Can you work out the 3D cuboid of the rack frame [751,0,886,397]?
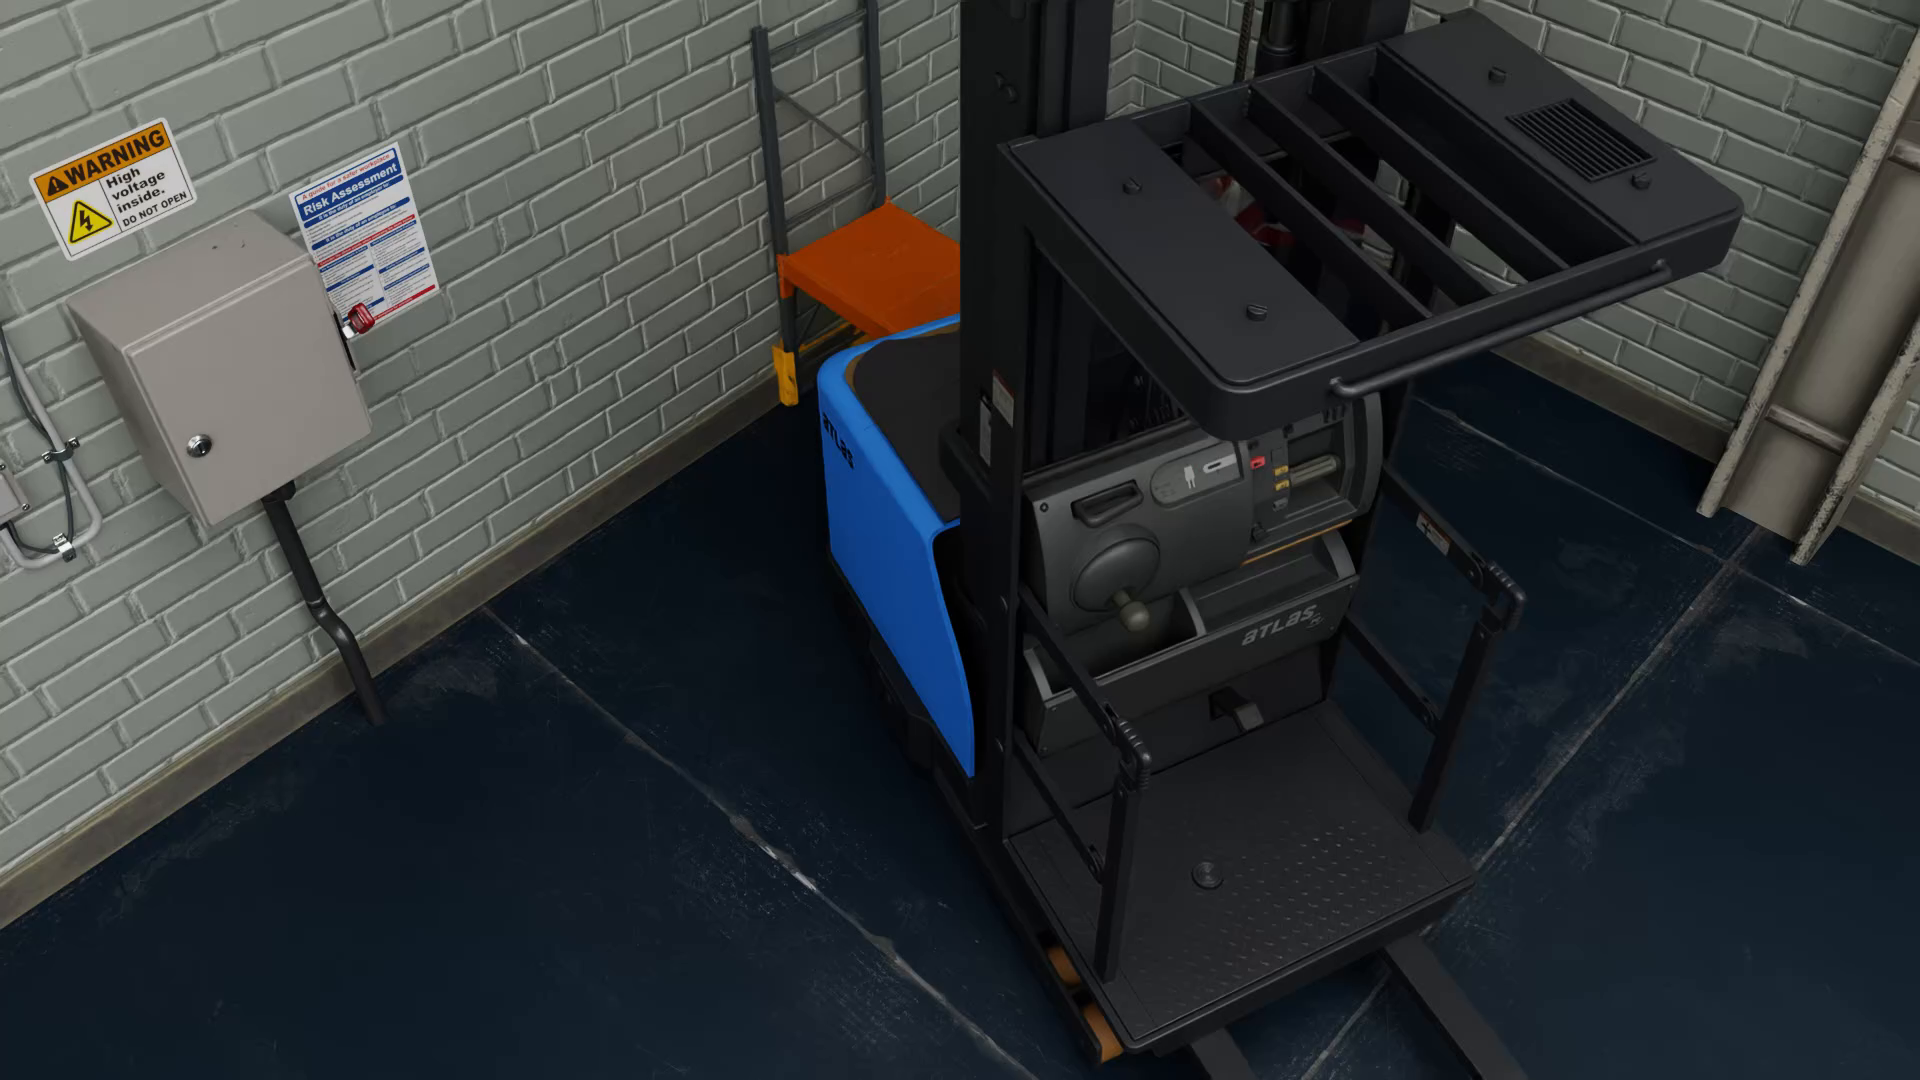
[{"bbox_3d":[-0.458,-1.184,5.825,0.500,1.500,0.032,-34,54,-29],"label":"rack frame"}]

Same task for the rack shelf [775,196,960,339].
[{"bbox_3d":[-0.106,-0.797,5.694,0.538,0.185,1.000,-34,54,-29],"label":"rack shelf"}]

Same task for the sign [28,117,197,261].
[{"bbox_3d":[-1.978,-0.822,3.898,0.001,0.242,0.339,34,55,28],"label":"sign"}]

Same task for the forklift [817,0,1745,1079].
[{"bbox_3d":[0.687,0.009,3.731,1.130,2.935,3.031,-20,50,-18],"label":"forklift"}]

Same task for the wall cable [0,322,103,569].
[{"bbox_3d":[-2.366,-0.527,3.490,0.122,1.984,0.588,34,55,28],"label":"wall cable"}]

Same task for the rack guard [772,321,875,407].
[{"bbox_3d":[-0.453,-0.745,6.270,0.587,0.250,0.087,-34,54,-29],"label":"rack guard"}]

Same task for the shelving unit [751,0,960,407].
[{"bbox_3d":[-0.113,-0.928,5.570,0.587,1.500,1.083,-34,54,-29],"label":"shelving unit"}]

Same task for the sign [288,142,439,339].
[{"bbox_3d":[-1.605,-0.801,4.510,0.001,0.494,0.329,34,55,28],"label":"sign"}]

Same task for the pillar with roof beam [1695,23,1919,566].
[{"bbox_3d":[-0.086,-0.862,0.387,0.400,9.000,9.100,34,55,28],"label":"pillar with roof beam"}]

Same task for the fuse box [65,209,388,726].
[{"bbox_3d":[-1.788,-0.026,4.600,0.414,1.711,0.539,34,55,28],"label":"fuse box"}]
